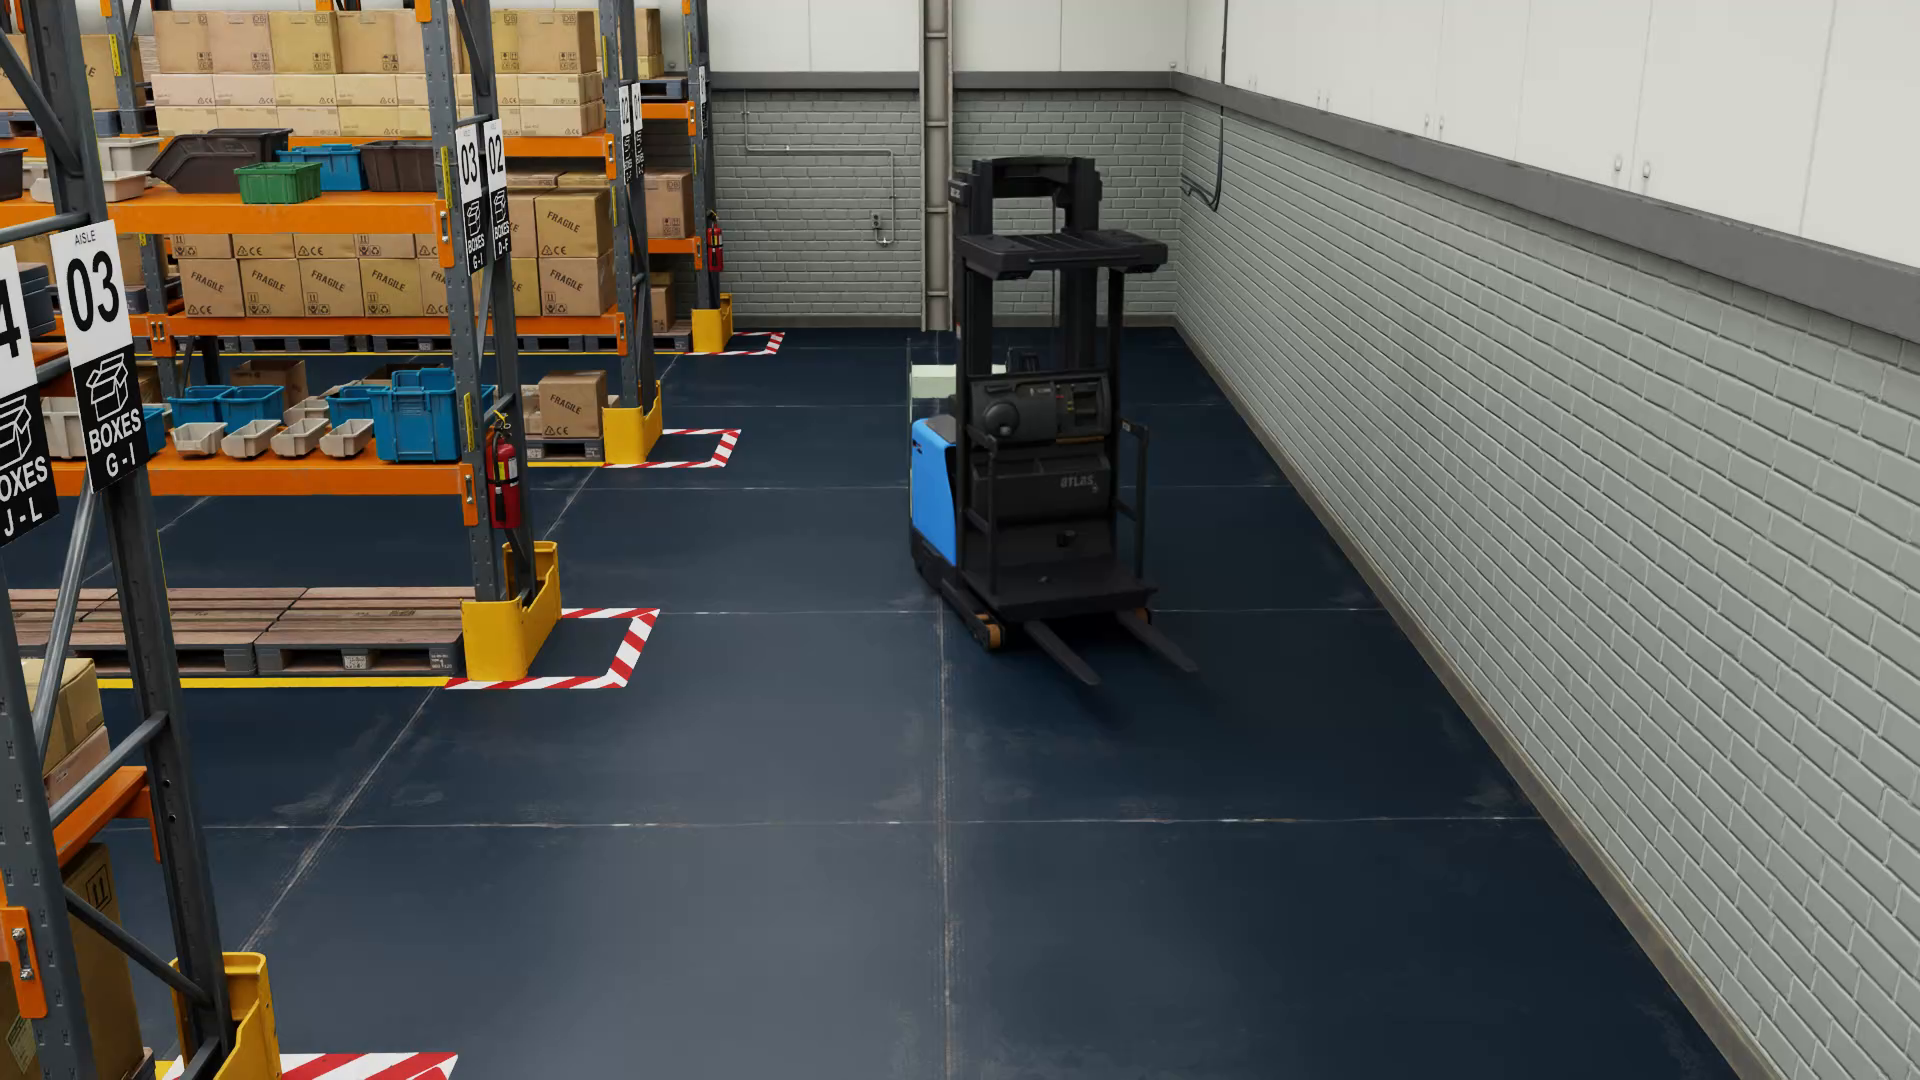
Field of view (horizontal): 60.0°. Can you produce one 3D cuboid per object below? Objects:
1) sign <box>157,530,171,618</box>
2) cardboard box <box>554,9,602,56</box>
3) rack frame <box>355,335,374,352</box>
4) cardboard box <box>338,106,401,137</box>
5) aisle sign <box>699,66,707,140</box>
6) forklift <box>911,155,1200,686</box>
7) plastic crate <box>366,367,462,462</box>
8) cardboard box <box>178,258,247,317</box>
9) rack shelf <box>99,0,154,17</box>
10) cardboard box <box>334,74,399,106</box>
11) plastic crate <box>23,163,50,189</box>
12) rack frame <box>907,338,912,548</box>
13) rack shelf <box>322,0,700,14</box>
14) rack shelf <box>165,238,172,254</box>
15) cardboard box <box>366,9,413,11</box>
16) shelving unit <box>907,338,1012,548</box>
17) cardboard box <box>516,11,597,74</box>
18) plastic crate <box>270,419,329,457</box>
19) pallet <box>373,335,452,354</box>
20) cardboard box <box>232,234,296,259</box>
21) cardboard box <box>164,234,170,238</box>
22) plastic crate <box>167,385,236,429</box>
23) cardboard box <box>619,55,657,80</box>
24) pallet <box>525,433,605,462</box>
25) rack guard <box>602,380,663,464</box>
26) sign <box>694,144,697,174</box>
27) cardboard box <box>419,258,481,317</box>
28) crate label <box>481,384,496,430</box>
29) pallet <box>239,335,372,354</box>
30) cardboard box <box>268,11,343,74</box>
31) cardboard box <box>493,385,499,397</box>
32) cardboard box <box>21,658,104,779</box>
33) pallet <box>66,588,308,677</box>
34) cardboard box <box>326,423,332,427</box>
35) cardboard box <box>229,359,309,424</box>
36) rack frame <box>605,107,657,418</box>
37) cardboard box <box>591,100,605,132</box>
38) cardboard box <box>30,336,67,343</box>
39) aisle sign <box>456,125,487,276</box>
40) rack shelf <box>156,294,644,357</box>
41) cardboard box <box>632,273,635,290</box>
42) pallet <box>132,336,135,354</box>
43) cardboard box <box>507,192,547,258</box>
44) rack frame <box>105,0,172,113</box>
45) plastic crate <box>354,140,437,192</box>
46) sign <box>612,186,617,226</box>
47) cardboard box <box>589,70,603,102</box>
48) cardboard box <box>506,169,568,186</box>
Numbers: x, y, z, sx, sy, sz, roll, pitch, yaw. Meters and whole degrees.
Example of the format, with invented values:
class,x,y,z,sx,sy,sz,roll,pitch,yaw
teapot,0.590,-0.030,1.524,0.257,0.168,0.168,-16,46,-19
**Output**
class,x,y,z,sx,sy,sz,roll,pitch,yaw
sign,-2.738,0.134,5.672,0.005,0.325,0.100,0,18,-1
cardboard box,-4.198,-5.661,18.539,0.500,0.500,0.500,0,18,1
rack frame,-6.970,-3.766,19.376,0.127,3.000,1.000,0,18,-1
cardboard box,-4.898,-3.543,14.017,0.500,0.250,0.500,0,18,-1
aisle sign,-2.894,-4.932,18.754,0.004,0.787,0.394,0,18,-1
forklift,0.586,-0.844,10.382,1.130,2.935,3.031,-6,19,-17
plastic crate,-3.146,-0.746,9.806,0.499,0.435,0.616,0,18,-1
cardboard box,-6.374,-2.220,14.393,0.500,0.500,0.500,0,18,1
rack shelf,-8.888,-4.567,13.884,4.000,0.370,1.077,0,18,-1
cardboard box,-4.898,-3.779,13.932,0.500,0.250,0.500,0,18,-1
plastic crate,-5.548,-2.165,9.907,0.466,0.136,0.293,0,18,-1
rack frame,-0.373,-0.712,12.313,0.023,1.500,0.400,0,18,-1
rack shelf,-4.970,-6.099,18.661,4.000,0.370,1.077,0,18,-1
rack shelf,-8.969,-3.414,19.456,4.000,0.370,1.077,0,18,-1
cardboard box,-6.252,-5.645,18.491,0.500,0.500,0.500,0,18,-1
shelving unit,-0.007,-0.714,12.318,0.755,1.500,0.431,0,18,-1
cardboard box,-3.402,-4.217,14.070,0.500,0.500,0.700,0,18,-1
plastic crate,-3.916,-0.606,9.860,0.243,0.136,0.396,0,18,-1
pallet,-6.208,-2.418,19.739,1.213,0.211,1.003,0,18,-1
cardboard box,-5.896,-2.696,14.239,0.500,0.500,0.500,-1,18,-3
cardboard box,-9.103,-3.578,19.169,0.250,0.149,0.380,0,18,-1
plastic crate,-4.682,-0.800,10.306,0.300,0.233,0.416,0,18,-1
cardboard box,-3.698,-5.305,18.658,0.500,0.250,0.500,0,18,1
pallet,-3.761,-0.940,15.132,1.213,0.211,1.003,0,18,-1
rack guard,-2.964,-1.082,15.101,0.348,0.500,1.175,0,18,-1
sign,-2.976,-4.283,18.706,0.005,0.325,0.100,0,18,-1
cardboard box,-4.349,-2.230,14.425,0.500,0.500,0.500,0,18,0
crate label,-3.066,-0.807,10.330,0.303,0.233,0.416,0,18,-1
pallet,-7.740,-2.411,19.719,1.213,0.211,1.003,0,18,-1
cardboard box,-5.400,-4.182,13.963,0.500,0.500,0.700,0,18,-1
cardboard box,-4.436,-1.252,15.320,0.500,0.250,0.500,0,18,-1
cardboard box,-3.220,0.603,5.515,0.500,0.250,0.500,-1,18,-2
pallet,-4.856,0.566,10.439,1.213,0.211,1.003,0,18,-1
cardboard box,-5.600,-1.056,14.848,0.250,0.166,0.380,0,18,-1
cardboard box,-6.323,-1.361,15.253,0.500,0.500,0.500,0,18,-1
rack frame,-2.888,-2.272,14.720,0.127,3.000,1.000,0,18,-1
cardboard box,-3.406,-3.704,14.519,0.500,0.250,0.500,0,18,-1
cardboard box,-8.375,-1.696,15.070,0.500,0.250,0.500,0,18,-1
aisle sign,-2.737,-1.908,9.329,0.004,0.787,0.394,0,18,-1
rack shelf,-4.888,-1.920,14.800,4.000,0.370,1.077,0,18,-1
cardboard box,-3.794,-3.013,19.374,0.250,0.149,0.380,0,18,-2
pallet,-10.180,-2.399,19.682,1.213,0.211,1.003,0,18,-1
cardboard box,-3.834,-2.707,14.275,0.500,0.500,0.500,0,18,1
rack frame,-6.888,-5.109,13.743,0.127,3.000,1.000,0,18,-1
plastic crate,-3.203,-2.209,9.825,0.590,0.269,0.497,0,18,-1
sign,-2.900,-2.804,13.966,0.005,0.325,0.100,0,18,-1
cardboard box,-3.406,-3.944,14.448,0.500,0.250,0.500,0,18,-1
cardboard box,-4.970,-3.915,19.349,0.700,0.700,0.980,-1,18,-4
